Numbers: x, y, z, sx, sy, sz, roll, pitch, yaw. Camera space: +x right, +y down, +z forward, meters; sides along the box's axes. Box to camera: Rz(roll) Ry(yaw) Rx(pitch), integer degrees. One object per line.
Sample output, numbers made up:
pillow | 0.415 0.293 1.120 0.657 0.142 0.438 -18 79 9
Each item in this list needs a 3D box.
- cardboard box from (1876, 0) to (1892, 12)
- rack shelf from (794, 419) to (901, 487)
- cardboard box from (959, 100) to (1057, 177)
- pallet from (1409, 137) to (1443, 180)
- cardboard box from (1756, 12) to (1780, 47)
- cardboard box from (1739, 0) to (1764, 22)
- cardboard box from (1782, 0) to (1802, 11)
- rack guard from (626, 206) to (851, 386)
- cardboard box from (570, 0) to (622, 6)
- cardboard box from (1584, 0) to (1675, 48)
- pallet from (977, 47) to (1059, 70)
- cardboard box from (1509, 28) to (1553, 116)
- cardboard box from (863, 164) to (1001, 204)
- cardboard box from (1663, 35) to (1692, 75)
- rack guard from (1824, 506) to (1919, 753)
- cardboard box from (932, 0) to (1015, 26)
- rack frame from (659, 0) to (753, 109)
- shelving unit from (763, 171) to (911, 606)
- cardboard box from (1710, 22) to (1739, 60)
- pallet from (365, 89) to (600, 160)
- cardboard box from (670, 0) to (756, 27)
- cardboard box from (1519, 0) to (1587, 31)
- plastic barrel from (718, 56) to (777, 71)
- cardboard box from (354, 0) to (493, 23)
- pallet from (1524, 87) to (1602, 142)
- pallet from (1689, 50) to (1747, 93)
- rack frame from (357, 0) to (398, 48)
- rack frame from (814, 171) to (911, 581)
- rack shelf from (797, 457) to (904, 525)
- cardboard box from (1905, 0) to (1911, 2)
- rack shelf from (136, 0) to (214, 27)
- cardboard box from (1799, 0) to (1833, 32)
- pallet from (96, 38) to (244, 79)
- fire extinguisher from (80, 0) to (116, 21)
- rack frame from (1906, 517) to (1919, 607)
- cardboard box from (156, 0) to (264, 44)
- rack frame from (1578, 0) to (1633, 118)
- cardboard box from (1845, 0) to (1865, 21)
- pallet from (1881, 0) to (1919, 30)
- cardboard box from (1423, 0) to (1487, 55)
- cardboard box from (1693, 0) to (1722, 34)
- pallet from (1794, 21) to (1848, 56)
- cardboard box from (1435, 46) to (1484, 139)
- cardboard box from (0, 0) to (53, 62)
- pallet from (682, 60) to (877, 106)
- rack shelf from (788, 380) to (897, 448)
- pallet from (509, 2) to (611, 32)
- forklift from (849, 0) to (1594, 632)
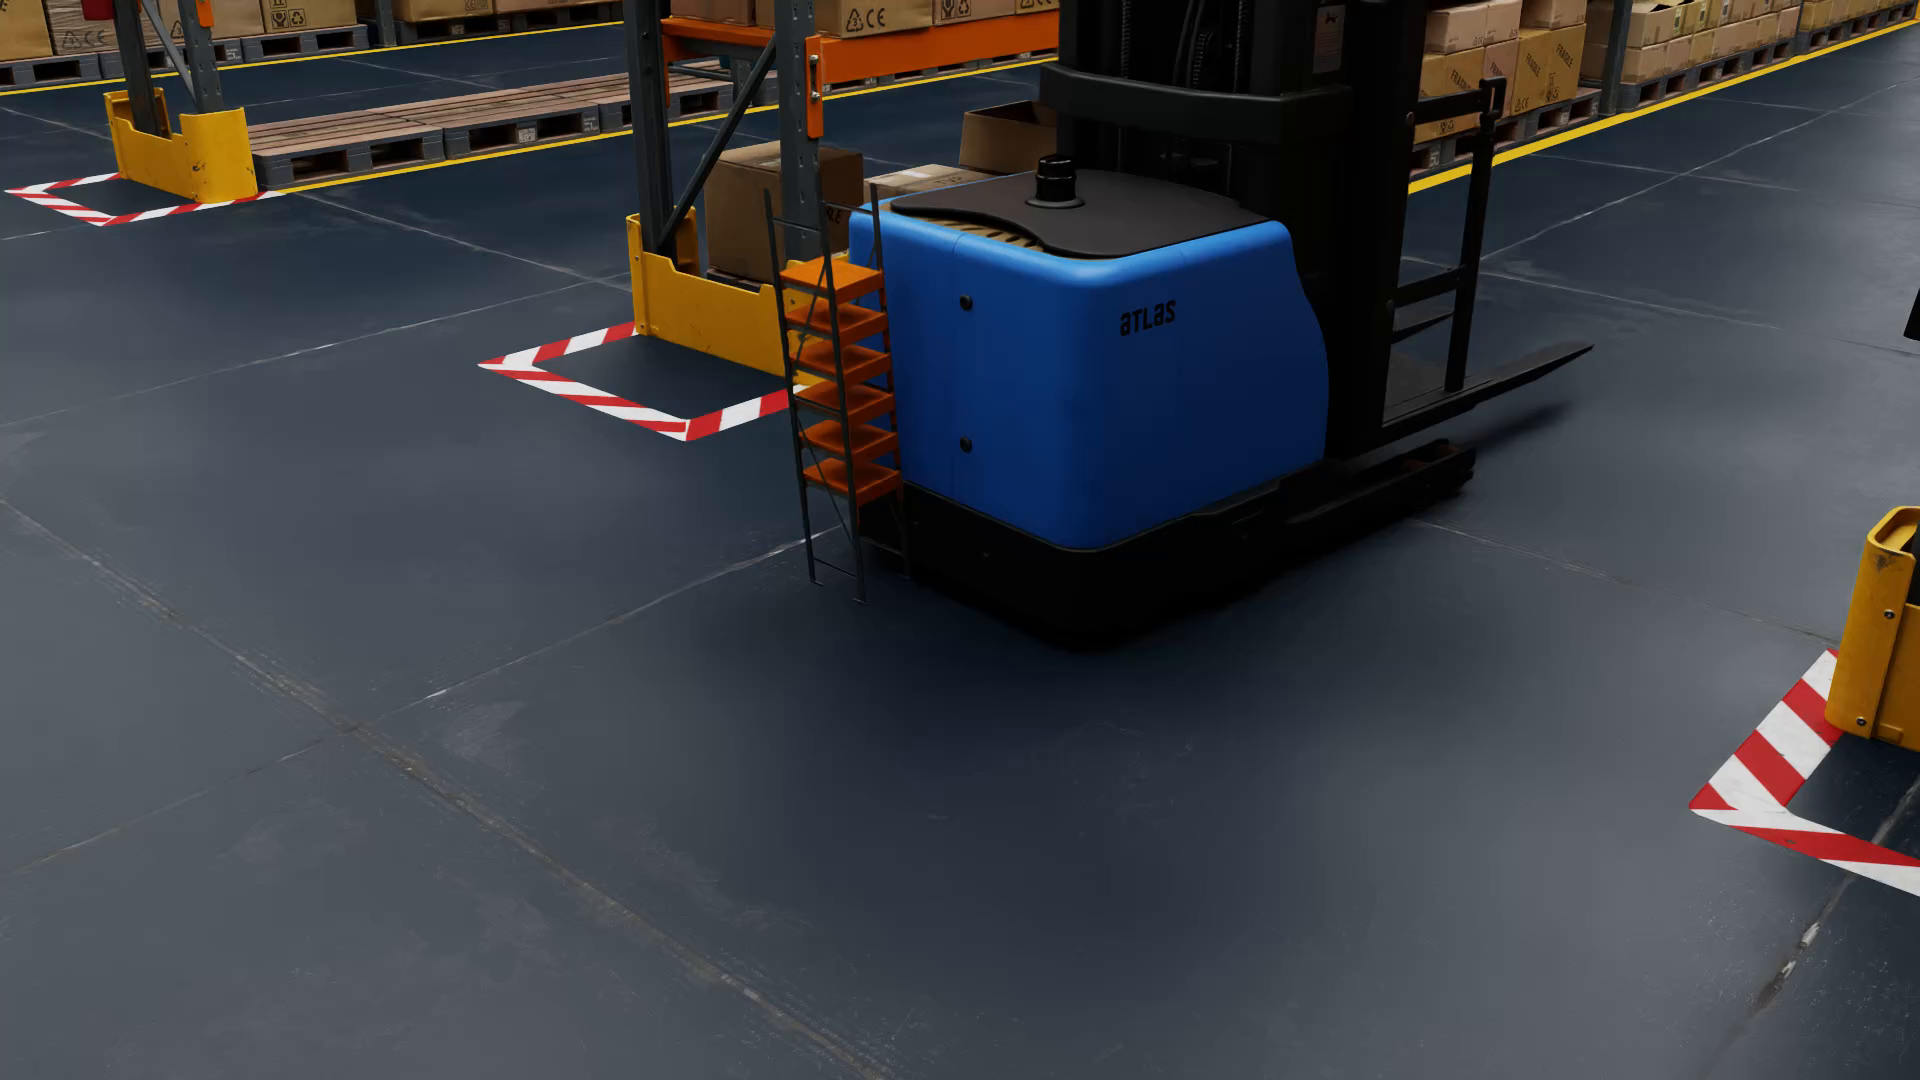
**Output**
cardboard box | 8.932 -5.417 16.512 0.500 0.250 0.500 20 31 38
rack shelf | -0.324 -0.262 4.753 0.258 0.103 0.180 21 37 39
cardboard box | 0.468 -1.864 8.255 0.797 0.503 0.637 20 31 38
pallet | 2.232 -2.362 10.260 1.003 0.211 1.213 20 31 38
cardboard box | 6.657 -4.391 14.226 0.500 0.250 0.500 20 31 37
cardboard box | 6.323 -4.493 13.767 0.500 0.311 0.500 20 31 37
cardboard box | 7.000 -4.805 14.462 0.500 0.311 0.500 20 31 38
rack guard | -0.901 -1.040 6.959 1.175 0.500 0.348 20 31 38
cardboard box | -4.064 -6.049 17.159 1.225 0.875 0.875 20 31 38
cardboard box | 4.956 -3.867 12.371 0.500 0.311 0.500 21 32 39
pallet | 0.206 -4.425 14.860 1.003 0.211 1.213 20 31 38
cardboard box | 3.592 -3.148 11.123 0.500 0.500 0.500 19 30 36
cardboard box | -0.116 -1.618 8.015 0.500 0.250 0.500 20 31 38
cardboard box | 5.290 -3.765 12.828 0.500 0.250 0.500 19 30 36
rack guard | 2.724 0.342 3.877 1.175 0.500 0.348 20 31 38
cardboard box | -0.119 -2.425 6.870 0.500 0.500 0.500 20 31 37
rack frame | -1.968 -4.730 12.133 1.000 3.000 0.127 20 31 38
shelving unit | -0.334 -0.407 4.676 0.258 1.200 0.189 21 37 39
cardboard box | 5.975 -4.081 13.533 0.500 0.250 0.500 21 32 39
pallet | -3.244 -2.849 11.347 1.003 0.211 1.213 20 31 38
cardboard box | -0.856 -2.414 6.845 0.500 0.500 0.500 21 32 39
cardboard box | 3.904 -3.630 11.280 0.500 0.250 0.500 22 32 39
plastic barrel | -1.593 -4.125 12.836 0.600 0.901 0.708 20 31 38
cardboard box | -5.245 -5.505 15.945 1.225 0.875 0.875 20 31 38
pallet | 3.861 -3.105 11.918 1.003 0.211 1.213 20 31 38
pallet | 5.780 -3.933 13.763 1.003 0.211 1.213 20 31 38
rack frame | -5.657 -6.082 15.149 1.000 3.000 0.127 20 31 38
rack frame | -0.271 -0.442 4.733 0.240 1.200 0.006 21 37 39
rack shelf | -0.316 -0.157 4.809 0.258 0.103 0.180 21 37 39
cardboard box | 9.589 -5.725 17.200 0.500 0.250 0.500 20 31 38
rack shelf | -3.303 -3.792 10.921 1.077 0.370 4.000 20 31 38
cardboard box | 7.592 -4.809 15.157 0.500 0.250 0.500 20 31 38
pallet | -7.037 -4.226 14.418 1.003 0.211 1.213 20 31 38
fire extinguisher | -5.077 -3.384 9.681 0.296 0.674 0.183 20 31 38
rack frame | 2.740 -0.806 3.381 1.000 3.000 0.127 20 31 38
cardboard box | -6.758 -4.851 14.487 0.875 0.875 0.875 20 31 38
rack frame | 4.387 -4.595 11.832 1.000 3.000 0.127 20 31 38
cardboard box | 8.267 -5.111 15.830 0.500 0.250 0.500 20 31 38
pallet | 9.247 -5.516 17.293 1.003 0.211 1.213 20 31 38
cardboard box | 2.889 -3.164 10.242 0.500 0.250 0.500 20 31 38
cardboard box | 5.642 -4.184 13.078 0.500 0.311 0.500 19 30 36
pallet | 7.619 -4.772 15.635 1.003 0.211 1.213 20 31 38
cardboard box | 2.909 -2.833 10.420 0.500 0.500 0.500 21 31 38
cardboard box | -7.959 -4.303 13.263 0.875 0.875 0.875 20 31 38
pallet | -1.422 -3.681 13.202 1.003 0.211 1.213 20 31 38
rack shelf | -0.331 -0.368 4.697 0.258 0.103 0.180 21 37 39
pallet | -4.384 -5.439 17.123 1.003 0.211 1.213 20 31 38
forklift | 1.095 -1.578 5.188 3.031 2.935 1.130 -20 31 -38
